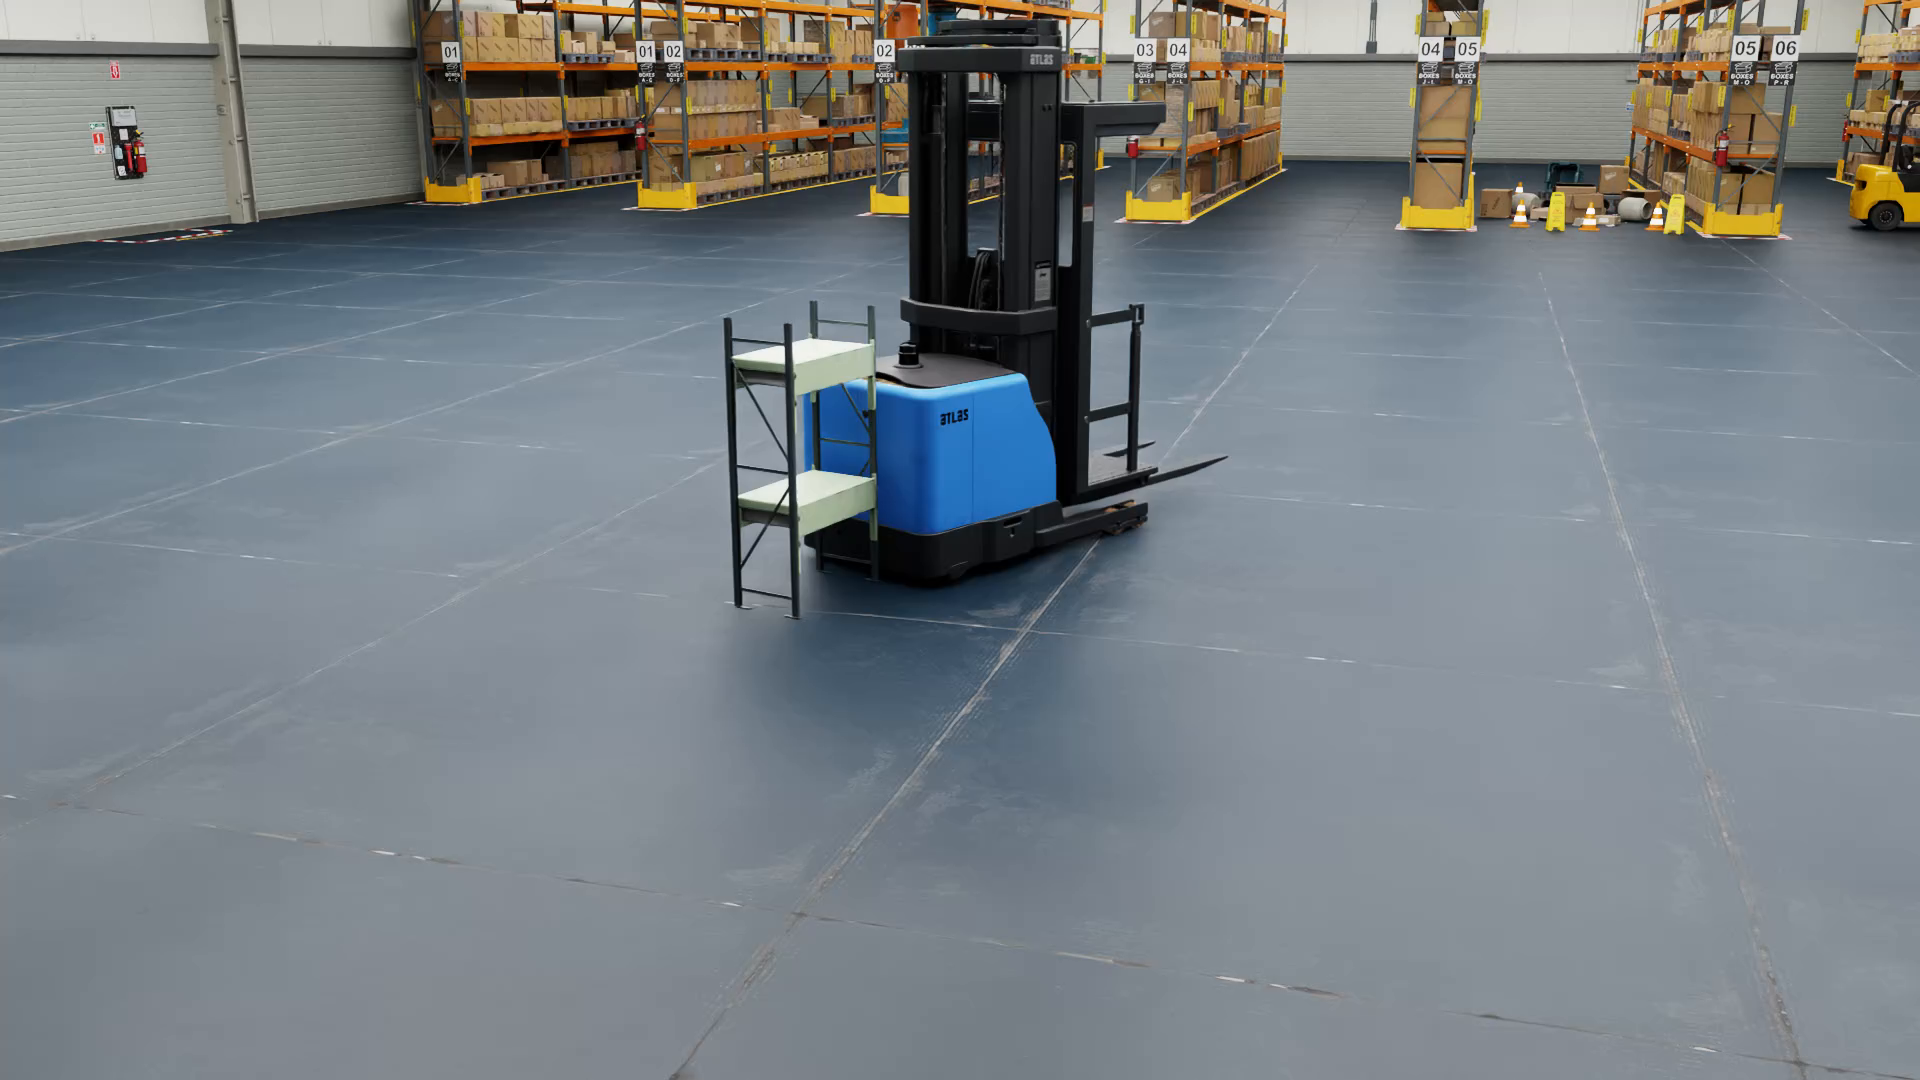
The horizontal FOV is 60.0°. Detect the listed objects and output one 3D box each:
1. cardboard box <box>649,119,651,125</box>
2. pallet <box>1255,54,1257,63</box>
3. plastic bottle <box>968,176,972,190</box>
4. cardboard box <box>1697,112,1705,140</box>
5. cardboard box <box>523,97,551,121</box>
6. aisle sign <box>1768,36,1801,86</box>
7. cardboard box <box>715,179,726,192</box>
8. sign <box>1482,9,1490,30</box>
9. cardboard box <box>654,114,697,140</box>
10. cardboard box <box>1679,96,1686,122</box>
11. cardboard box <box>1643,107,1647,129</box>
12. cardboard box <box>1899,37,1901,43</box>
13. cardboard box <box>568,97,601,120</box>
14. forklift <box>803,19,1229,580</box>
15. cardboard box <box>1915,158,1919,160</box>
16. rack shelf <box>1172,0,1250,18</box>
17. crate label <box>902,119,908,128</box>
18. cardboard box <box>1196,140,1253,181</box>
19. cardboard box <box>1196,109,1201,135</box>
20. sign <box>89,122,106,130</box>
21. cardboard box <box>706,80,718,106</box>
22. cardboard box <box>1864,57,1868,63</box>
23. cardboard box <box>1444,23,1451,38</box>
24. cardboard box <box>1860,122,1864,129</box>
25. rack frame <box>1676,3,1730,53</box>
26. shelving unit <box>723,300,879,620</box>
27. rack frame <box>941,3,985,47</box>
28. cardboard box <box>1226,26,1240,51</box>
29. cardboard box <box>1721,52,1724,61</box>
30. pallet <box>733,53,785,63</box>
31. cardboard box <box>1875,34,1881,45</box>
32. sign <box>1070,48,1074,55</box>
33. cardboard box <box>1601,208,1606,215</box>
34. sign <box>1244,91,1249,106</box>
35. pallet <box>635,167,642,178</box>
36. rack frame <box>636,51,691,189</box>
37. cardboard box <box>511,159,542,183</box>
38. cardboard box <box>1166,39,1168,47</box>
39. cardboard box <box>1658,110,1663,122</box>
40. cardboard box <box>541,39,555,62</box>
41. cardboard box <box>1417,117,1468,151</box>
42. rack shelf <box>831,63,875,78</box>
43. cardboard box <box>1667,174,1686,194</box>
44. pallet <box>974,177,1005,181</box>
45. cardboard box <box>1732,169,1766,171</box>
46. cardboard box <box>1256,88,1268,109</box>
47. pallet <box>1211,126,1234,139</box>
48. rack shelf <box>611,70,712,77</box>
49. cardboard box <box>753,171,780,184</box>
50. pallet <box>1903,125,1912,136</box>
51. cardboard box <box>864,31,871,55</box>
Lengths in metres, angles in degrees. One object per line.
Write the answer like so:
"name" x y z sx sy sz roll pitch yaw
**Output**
"cardboard box" -8.022 -10.560 41.987 0.380 0.149 0.250 4 16 15
"pallet" 6.356 -11.268 38.910 1.003 0.211 1.213 5 17 18
"plastic bottle" 0.203 -7.542 35.094 0.061 0.283 0.133 5 17 19
"cardboard box" 13.606 -7.470 29.941 0.500 0.500 0.500 4 16 15
"cardboard box" -9.449 -9.576 36.958 0.500 0.500 0.500 5 16 16
"aisle sign" 13.417 -7.800 27.067 0.394 0.787 0.004 5 16 16
"cardboard box" -5.214 -7.391 34.660 0.500 0.250 0.500 5 16 16
"sign" 8.893 -8.804 28.127 0.100 0.325 0.005 5 16 16
"cardboard box" -5.716 -8.296 33.399 0.700 0.500 0.500 5 16 16
"cardboard box" 14.625 -8.569 33.046 0.500 0.500 0.500 4 16 14
"cardboard box" 16.575 -10.053 39.593 0.500 0.500 0.500 4 16 15
"cardboard box" 20.795 -10.941 36.371 0.380 0.149 0.250 5 17 17
"cardboard box" -8.975 -10.267 39.541 0.700 0.500 0.500 7 17 24
"forklift" 0.492 -1.522 9.824 1.130 2.935 3.031 15 21 42
"cardboard box" 20.352 -7.964 35.032 0.380 0.149 0.250 5 17 18
"rack shelf" 5.341 -11.275 35.142 1.077 0.370 4.000 5 16 16
"crate label" -0.849 -8.261 33.394 0.502 0.435 0.616 5 16 16
"cardboard box" 6.125 -8.810 38.516 1.225 0.875 0.875 4 16 13
"cardboard box" 4.182 -8.088 32.120 0.875 0.500 0.500 5 16 16
"sign" -13.932 -6.683 26.858 0.001 0.109 0.331 5 16 16
"cardboard box" -5.414 -9.204 34.222 0.700 0.500 0.500 5 16 16
"cardboard box" 21.823 -11.455 39.680 0.380 0.149 0.250 5 17 17
"cardboard box" 8.377 -8.991 29.313 0.500 0.250 0.500 5 16 16
"cardboard box" 21.674 -9.873 39.600 0.380 0.149 0.250 4 16 14
"rack frame" 15.411 -11.569 34.124 1.000 3.000 0.127 5 16 16
"shelving unit" -0.803 -0.433 8.609 0.431 1.500 0.755 9 18 29
"rack frame" 0.024 -11.675 34.498 1.000 3.000 0.127 5 16 16
"cardboard box" 5.723 -10.775 35.724 0.500 0.500 0.500 5 17 17
"cardboard box" 13.279 -8.291 28.527 0.380 0.149 0.250 4 16 15
"pallet" -4.486 -10.756 37.109 0.805 0.209 1.217 4 16 14
"cardboard box" 21.650 -11.651 38.726 0.500 0.250 0.500 5 17 17
"sign" 2.824 -12.286 42.133 0.100 0.325 0.005 5 16 16
"cardboard box" 11.985 -6.274 31.462 0.258 0.266 0.396 -7 17 -23
"sign" 6.432 -9.930 37.366 0.100 0.325 0.005 5 16 16
"pallet" -8.042 -9.462 42.802 1.003 0.211 1.213 5 16 16
"rack frame" -5.861 -8.127 32.985 1.000 3.000 0.127 5 16 16
"cardboard box" -9.731 -8.291 37.338 0.500 0.500 0.500 3 16 12
"cardboard box" 3.936 -8.975 30.021 0.380 0.149 0.250 5 16 15
"cardboard box" 15.573 -9.267 36.363 0.500 0.250 0.500 4 16 14
"cardboard box" -9.382 -10.906 37.064 0.500 0.500 0.500 5 17 17
"cardboard box" 8.425 -7.120 29.158 0.875 0.550 0.550 5 16 16
"rack shelf" -3.019 -11.840 41.898 1.077 0.370 4.000 5 16 16
"cardboard box" 15.039 -7.279 34.043 0.950 0.372 0.625 4 16 15
"pallet" 0.903 -8.294 38.683 1.003 0.211 1.213 5 16 16
"cardboard box" 13.933 -6.293 29.414 0.500 0.500 0.500 5 17 17
"cardboard box" 7.427 -11.035 41.591 0.500 0.500 0.500 5 16 16
"pallet" 5.129 -8.501 34.654 1.003 0.211 1.213 5 16 16
"rack shelf" -7.770 -12.223 43.249 1.077 0.370 4.000 5 16 16
"cardboard box" -4.372 -8.139 37.297 0.500 0.250 0.500 4 16 15
"pallet" 20.719 -8.715 35.411 1.003 0.211 1.213 5 16 16
"cardboard box" -2.665 -12.882 43.115 0.600 0.600 0.600 3 16 11
